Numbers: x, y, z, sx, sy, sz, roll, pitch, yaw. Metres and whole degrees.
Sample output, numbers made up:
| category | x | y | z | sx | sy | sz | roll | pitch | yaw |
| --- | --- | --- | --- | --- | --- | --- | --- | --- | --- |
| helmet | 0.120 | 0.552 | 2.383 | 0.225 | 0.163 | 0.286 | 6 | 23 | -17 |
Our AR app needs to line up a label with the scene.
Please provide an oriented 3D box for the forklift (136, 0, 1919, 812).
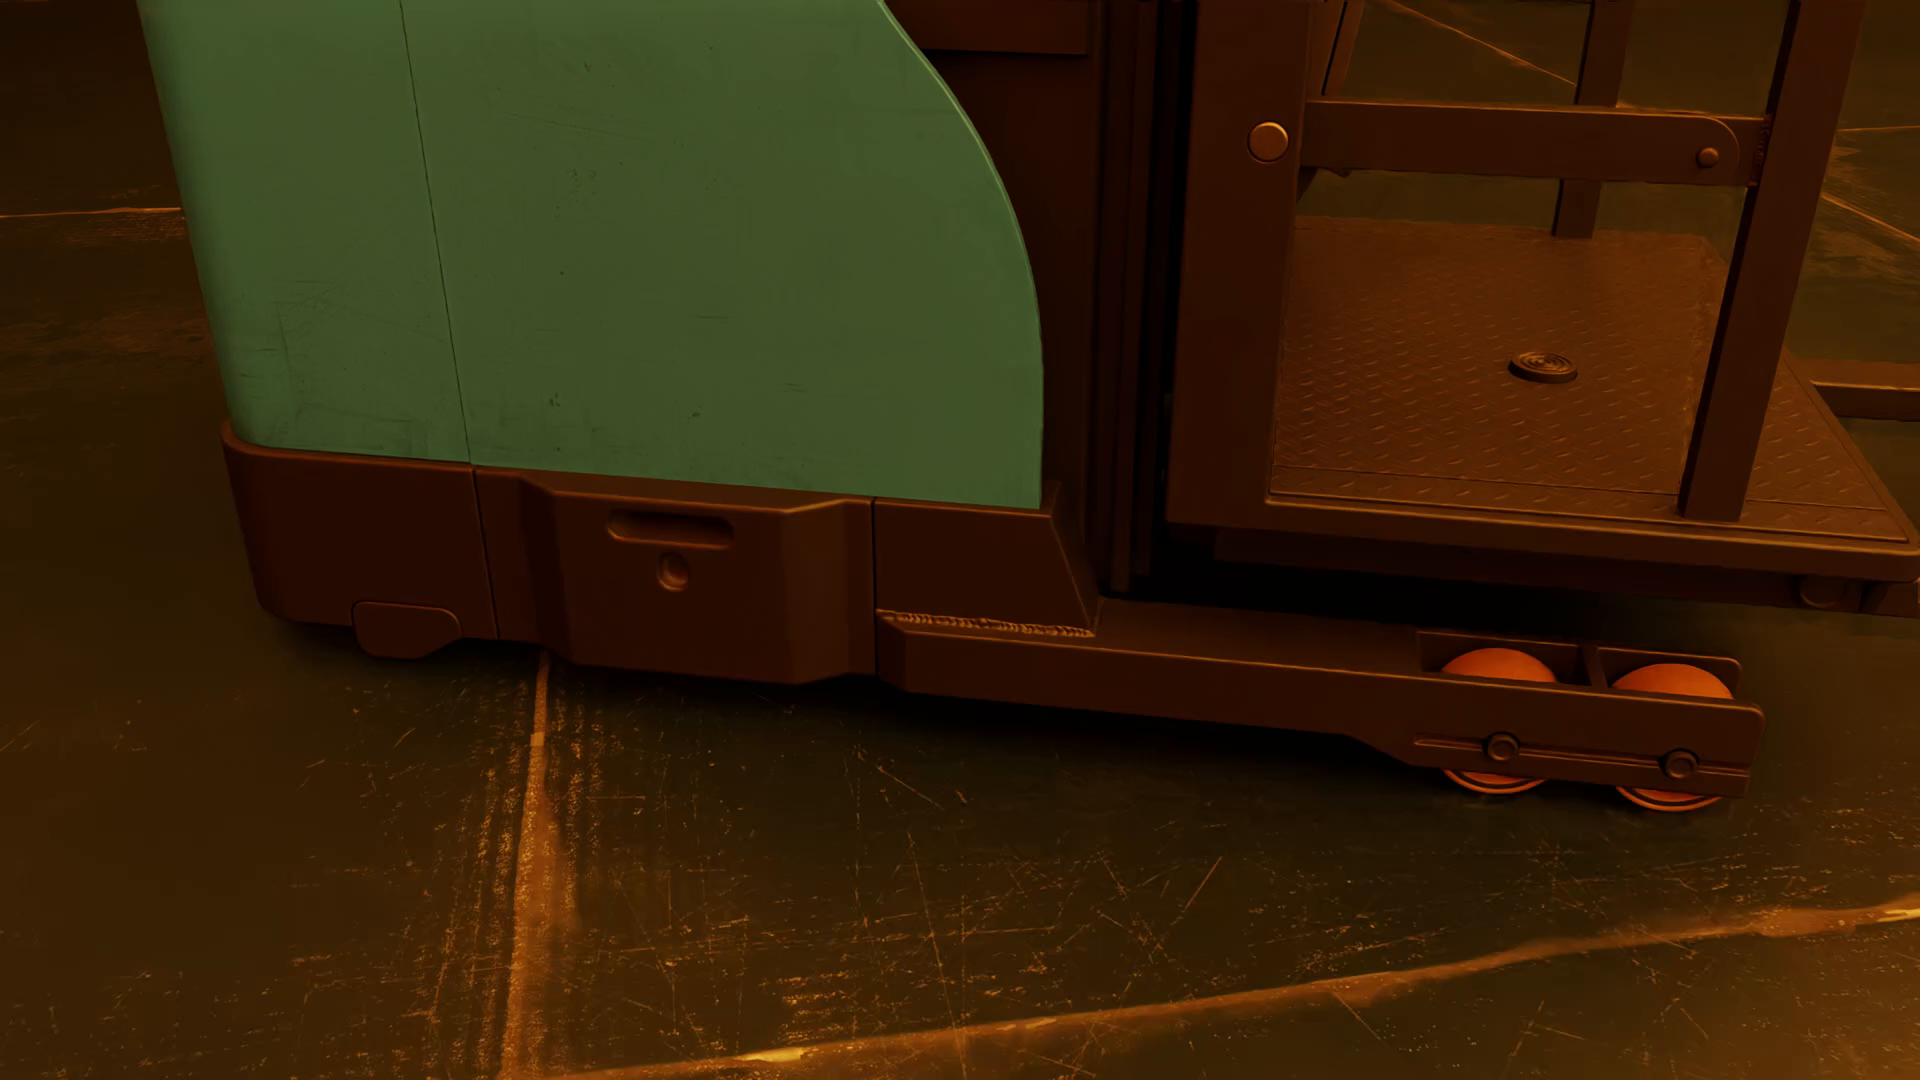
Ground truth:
| category | x | y | z | sx | sy | sz | roll | pitch | yaw |
| --- | --- | --- | --- | --- | --- | --- | --- | --- | --- |
| forklift | 0.625 | -1.253 | 1.734 | 3.031 | 2.935 | 1.130 | 5 | 28 | 9 |
